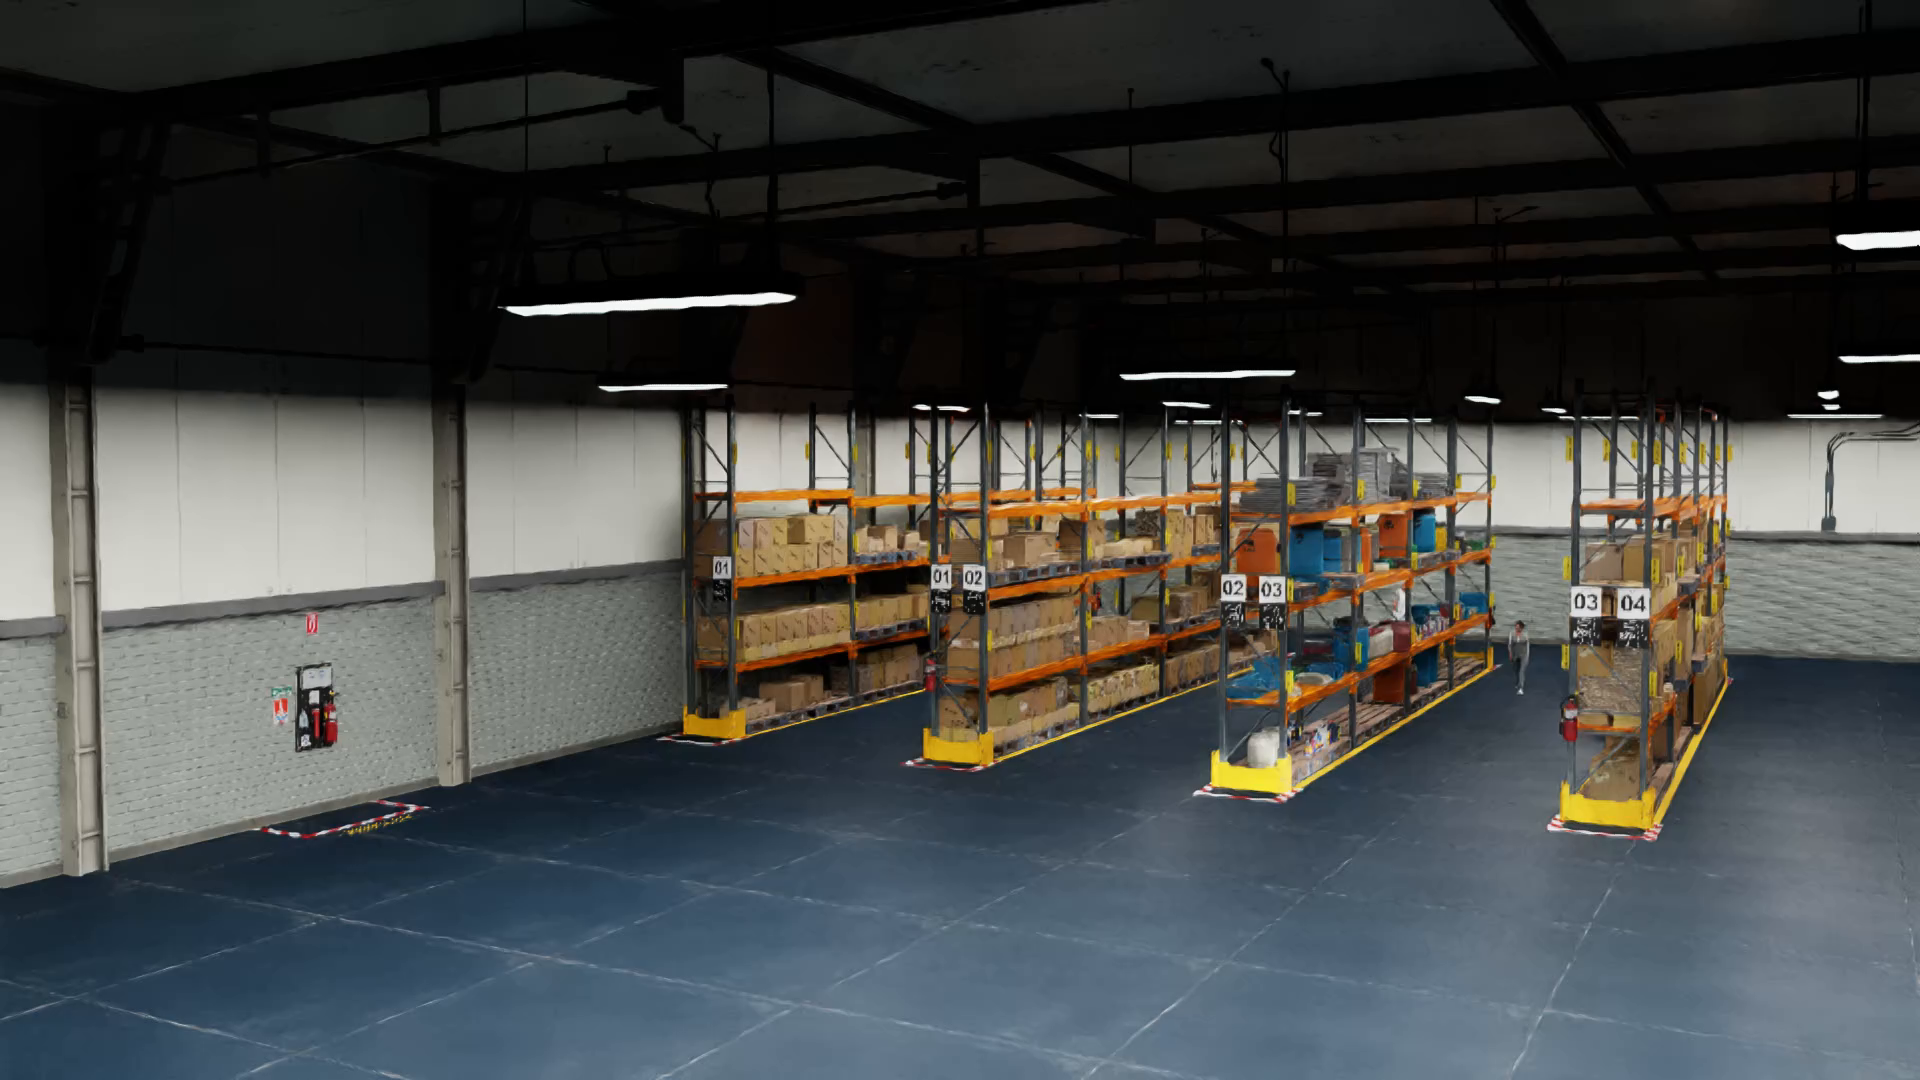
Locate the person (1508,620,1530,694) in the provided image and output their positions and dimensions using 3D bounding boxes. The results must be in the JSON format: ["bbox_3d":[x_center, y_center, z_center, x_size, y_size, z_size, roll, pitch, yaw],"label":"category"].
[{"bbox_3d":[11.635,2.407,34.632,0.417,1.517,1.032,2,3,31],"label":"person"}]

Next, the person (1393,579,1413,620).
[{"bbox_3d":[11.301,1.862,42.692,0.723,1.778,0.531,-1,3,-10],"label":"person"}]
